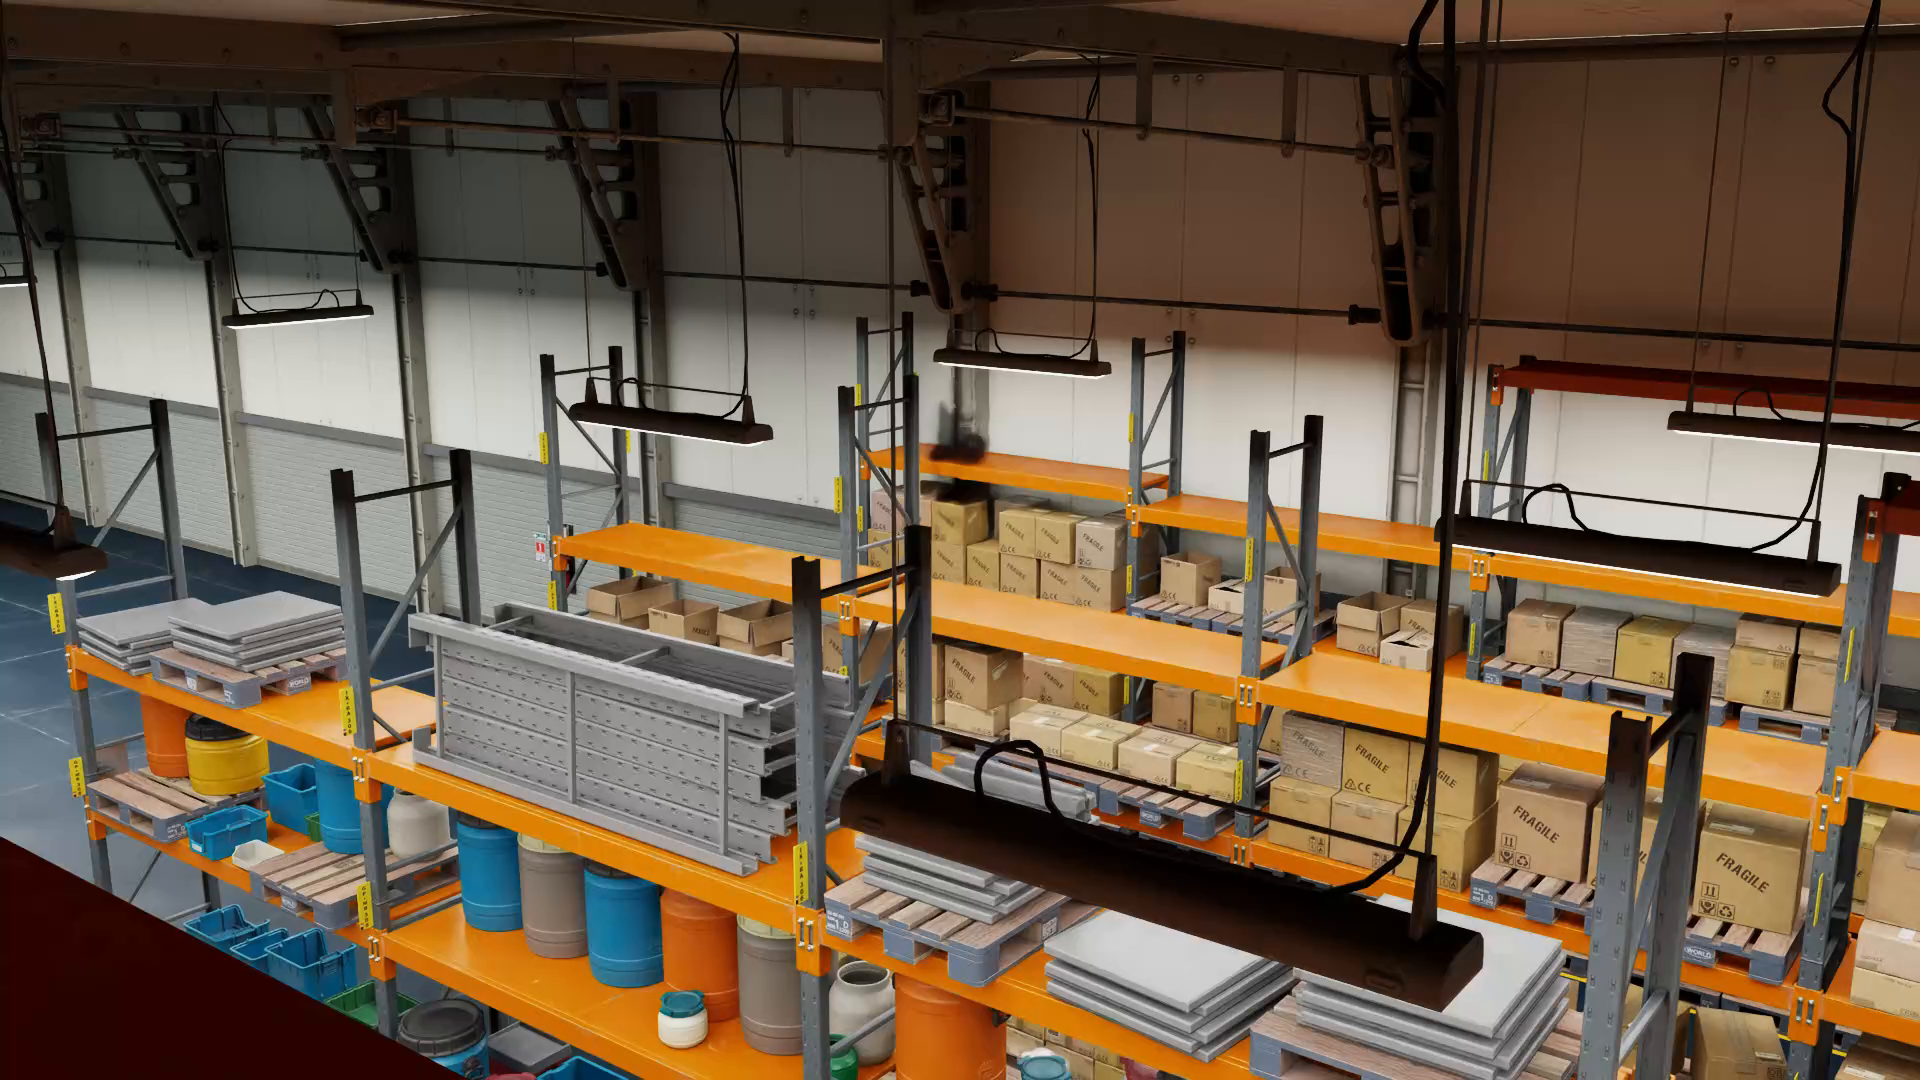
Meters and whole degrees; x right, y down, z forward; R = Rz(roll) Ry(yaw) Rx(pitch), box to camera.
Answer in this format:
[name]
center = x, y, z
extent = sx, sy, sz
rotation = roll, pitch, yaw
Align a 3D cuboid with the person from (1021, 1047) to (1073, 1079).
[person]
center = 0.582, 4.482, 11.959
extent = 0.817, 1.819, 0.667
rotation = 8, 15, 30
